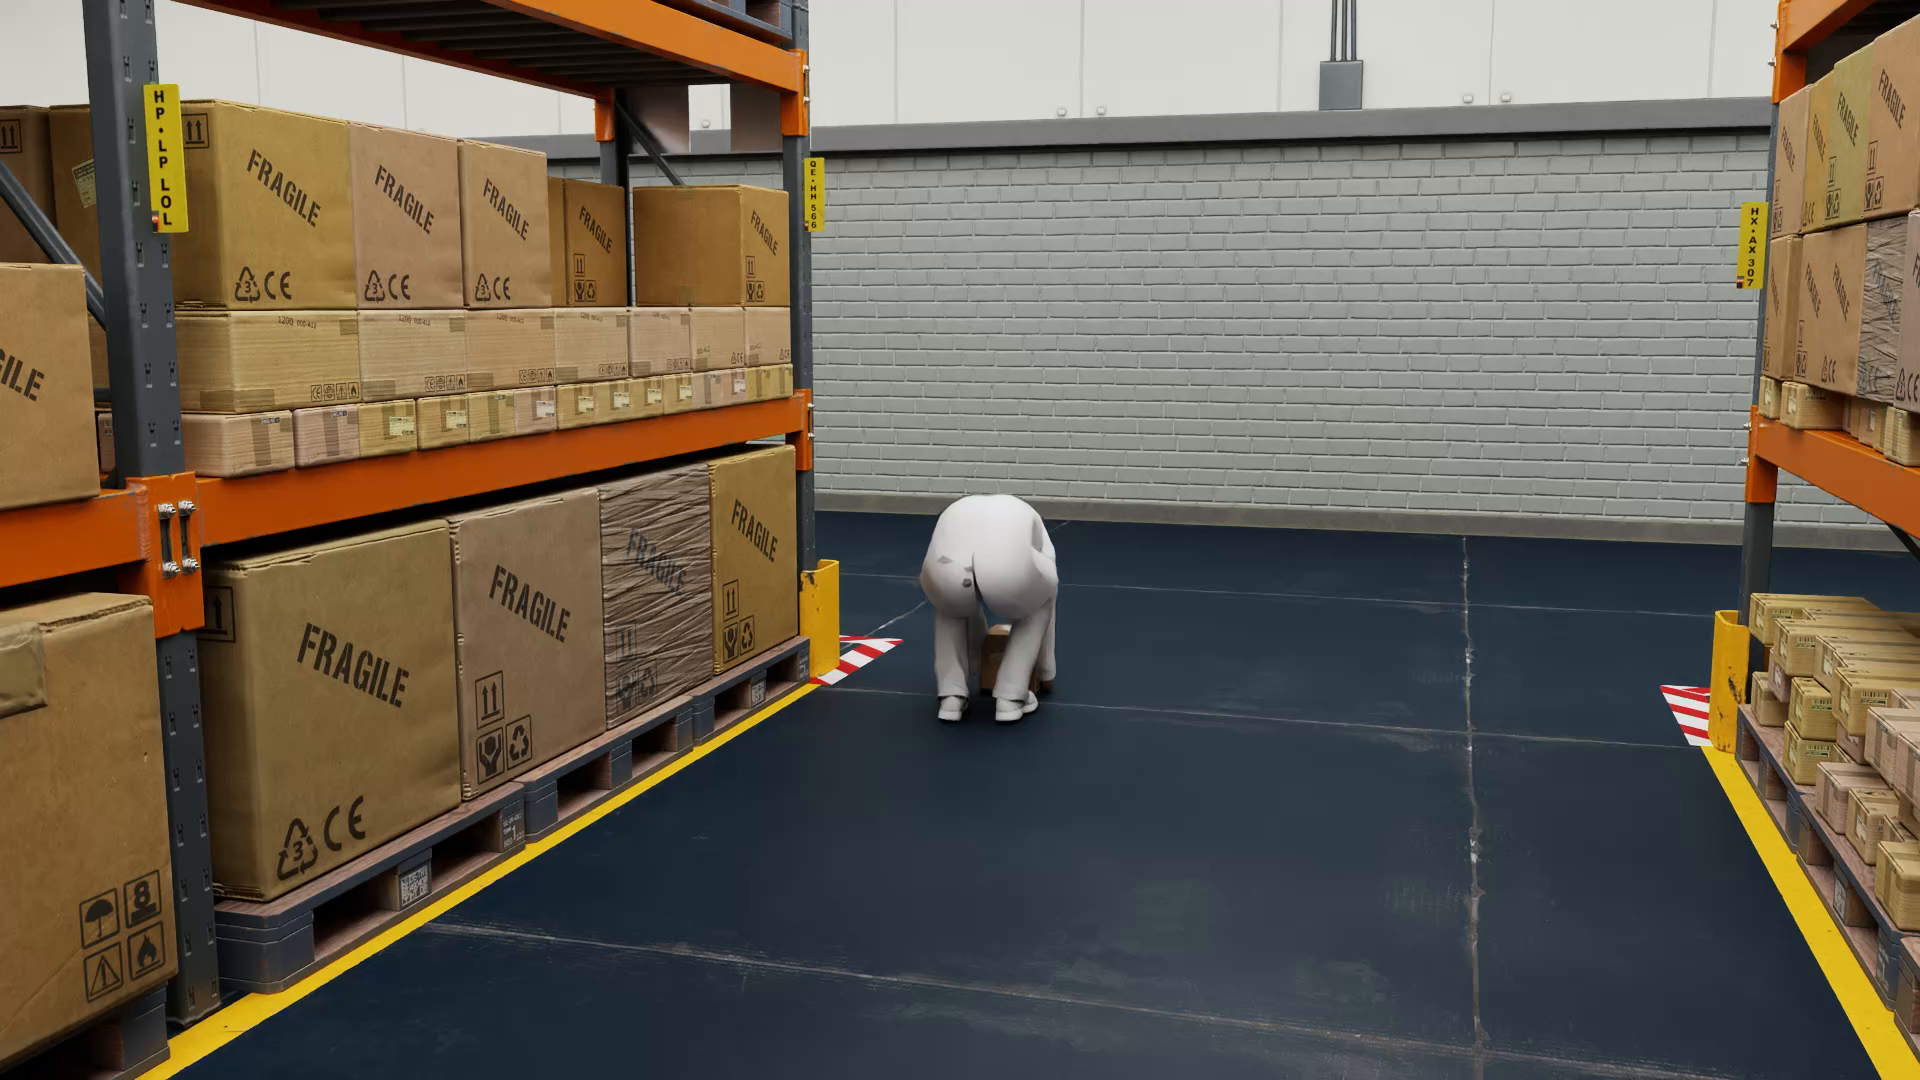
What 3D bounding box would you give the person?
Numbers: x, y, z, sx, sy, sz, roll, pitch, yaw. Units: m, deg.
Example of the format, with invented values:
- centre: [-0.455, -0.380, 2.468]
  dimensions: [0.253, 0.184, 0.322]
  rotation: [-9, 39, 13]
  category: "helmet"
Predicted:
- centre: [0.145, 0.254, 7.072]
  dimensions: [0.591, 0.943, 0.947]
  rotation: [2, 8, 12]
  category: "person"
